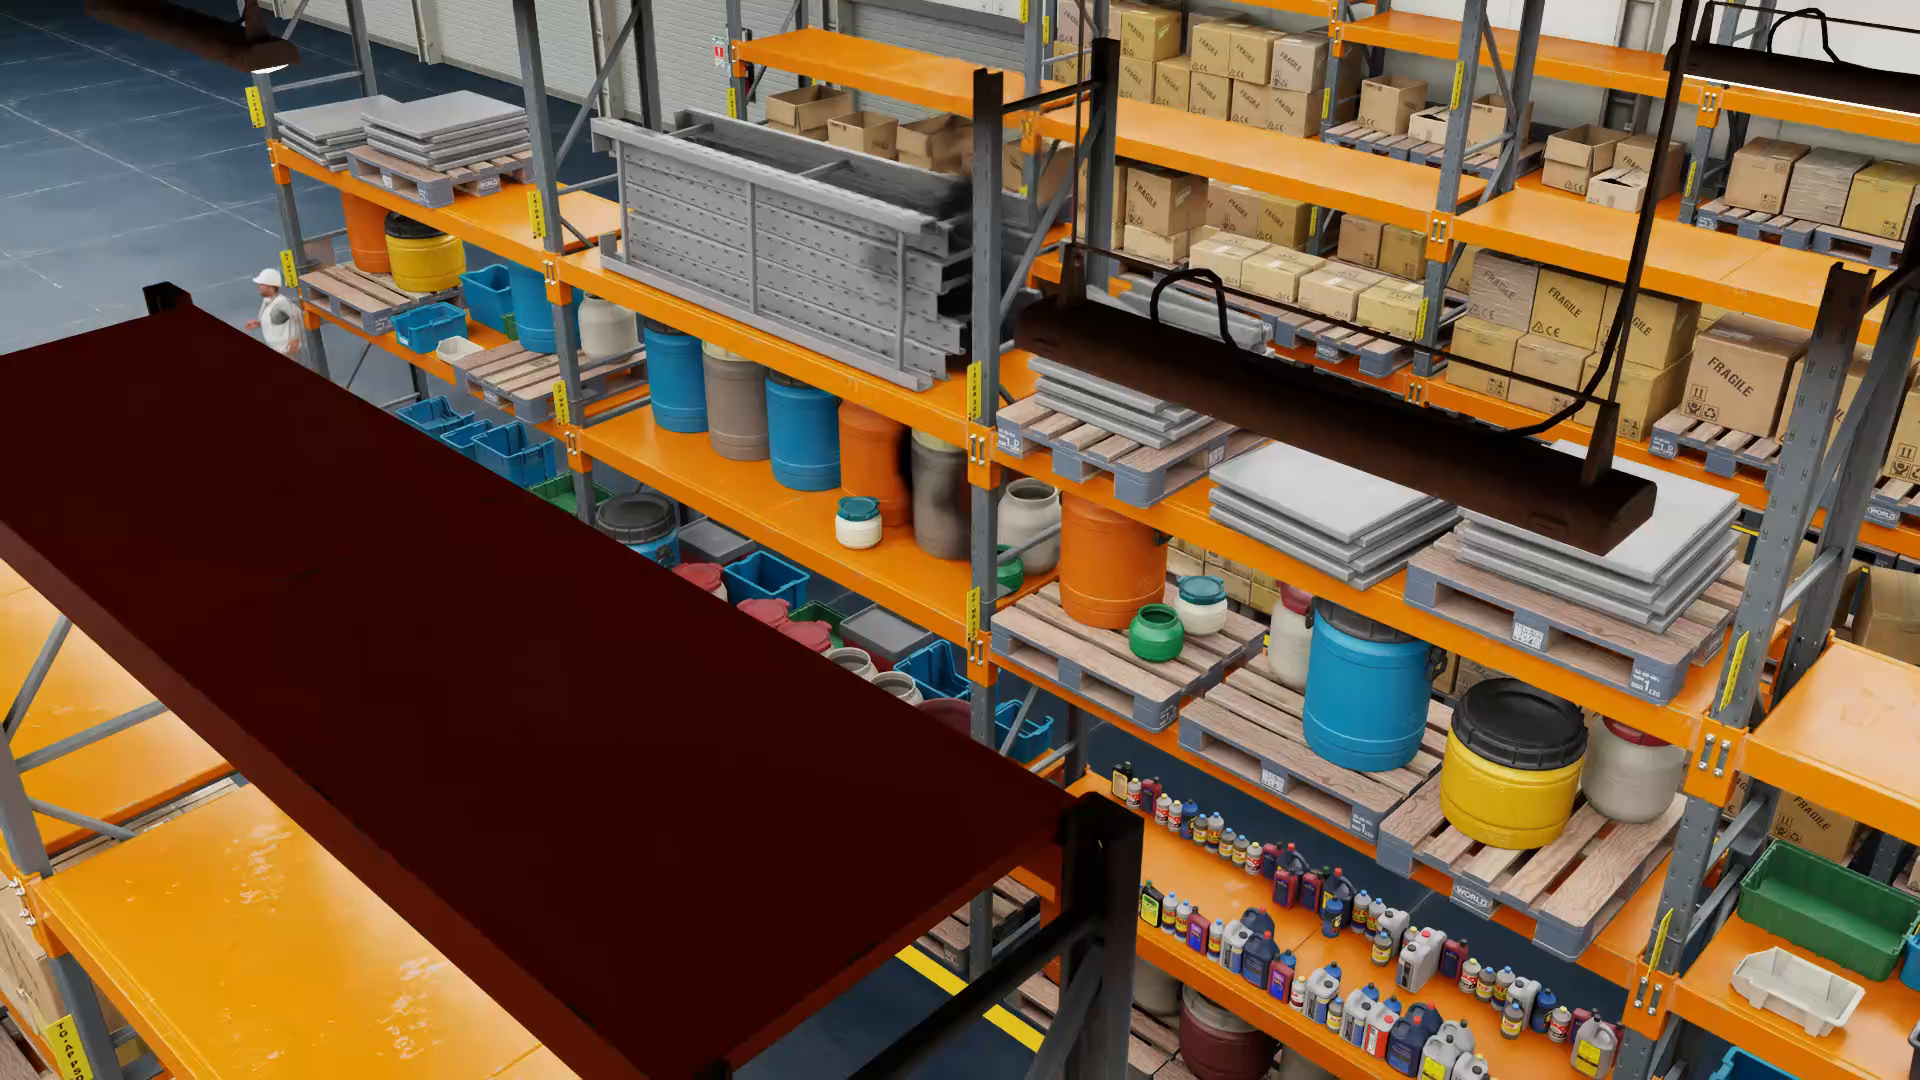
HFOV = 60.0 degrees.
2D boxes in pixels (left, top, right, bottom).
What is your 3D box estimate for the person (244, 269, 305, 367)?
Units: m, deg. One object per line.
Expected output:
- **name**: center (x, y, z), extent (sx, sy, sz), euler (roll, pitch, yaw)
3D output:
- **person**: center (-7.346, -2.100, 18.153), extent (0.847, 1.808, 0.643), euler (-12, 32, -20)
